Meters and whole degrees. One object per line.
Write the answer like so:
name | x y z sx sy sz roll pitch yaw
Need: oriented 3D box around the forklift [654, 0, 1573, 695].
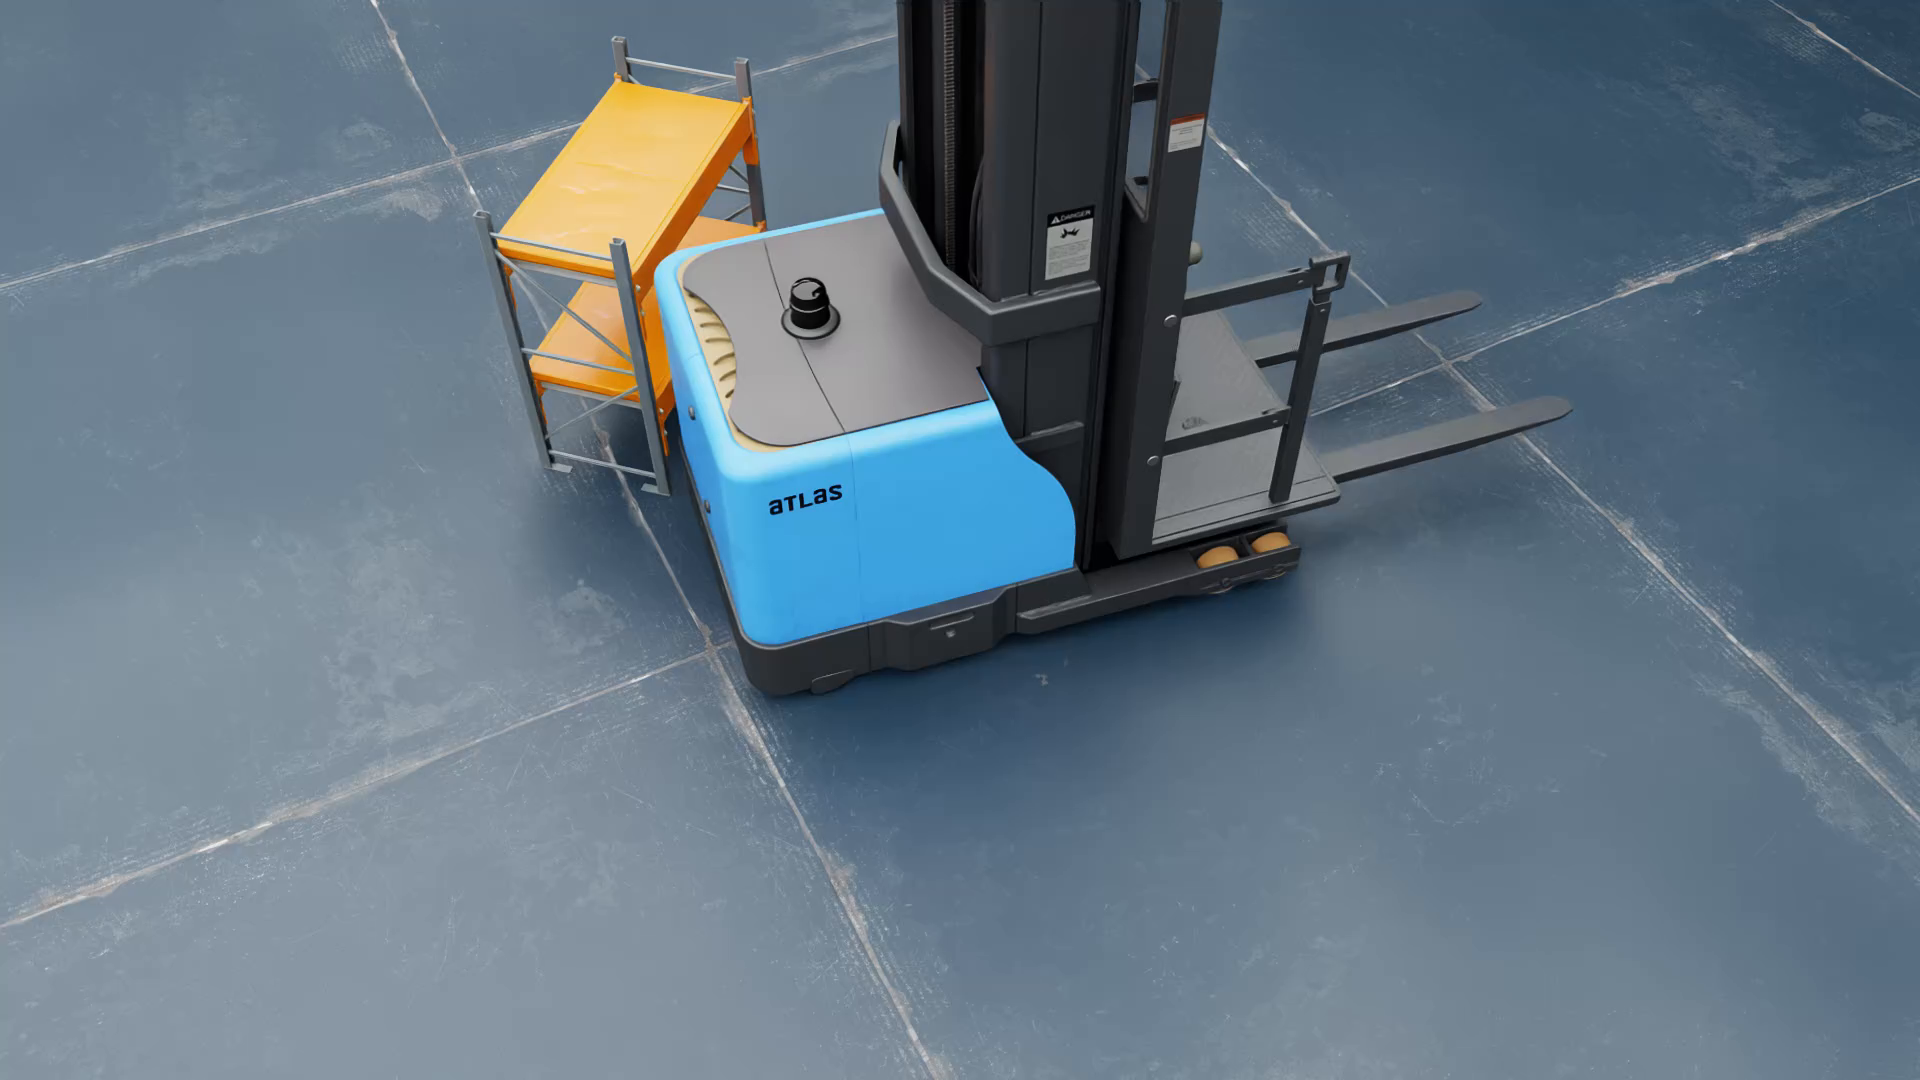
forklift | 0.622 -1.149 4.808 3.031 2.935 1.130 -14 50 -12

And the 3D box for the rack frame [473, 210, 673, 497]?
rack frame | -1.261 -0.588 5.517 0.500 1.125 0.032 13 50 11

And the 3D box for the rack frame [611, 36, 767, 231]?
rack frame | -0.967 -1.320 6.158 0.500 1.125 0.032 13 50 11

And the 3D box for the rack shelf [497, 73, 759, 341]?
rack shelf | -1.114 -1.147 5.617 0.538 0.278 1.000 13 50 11

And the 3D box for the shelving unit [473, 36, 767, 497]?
shelving unit | -1.114 -0.954 5.837 0.538 1.125 1.048 13 50 11

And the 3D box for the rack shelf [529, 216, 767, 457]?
rack shelf | -1.114 -0.793 6.021 0.538 0.278 1.000 13 50 11
